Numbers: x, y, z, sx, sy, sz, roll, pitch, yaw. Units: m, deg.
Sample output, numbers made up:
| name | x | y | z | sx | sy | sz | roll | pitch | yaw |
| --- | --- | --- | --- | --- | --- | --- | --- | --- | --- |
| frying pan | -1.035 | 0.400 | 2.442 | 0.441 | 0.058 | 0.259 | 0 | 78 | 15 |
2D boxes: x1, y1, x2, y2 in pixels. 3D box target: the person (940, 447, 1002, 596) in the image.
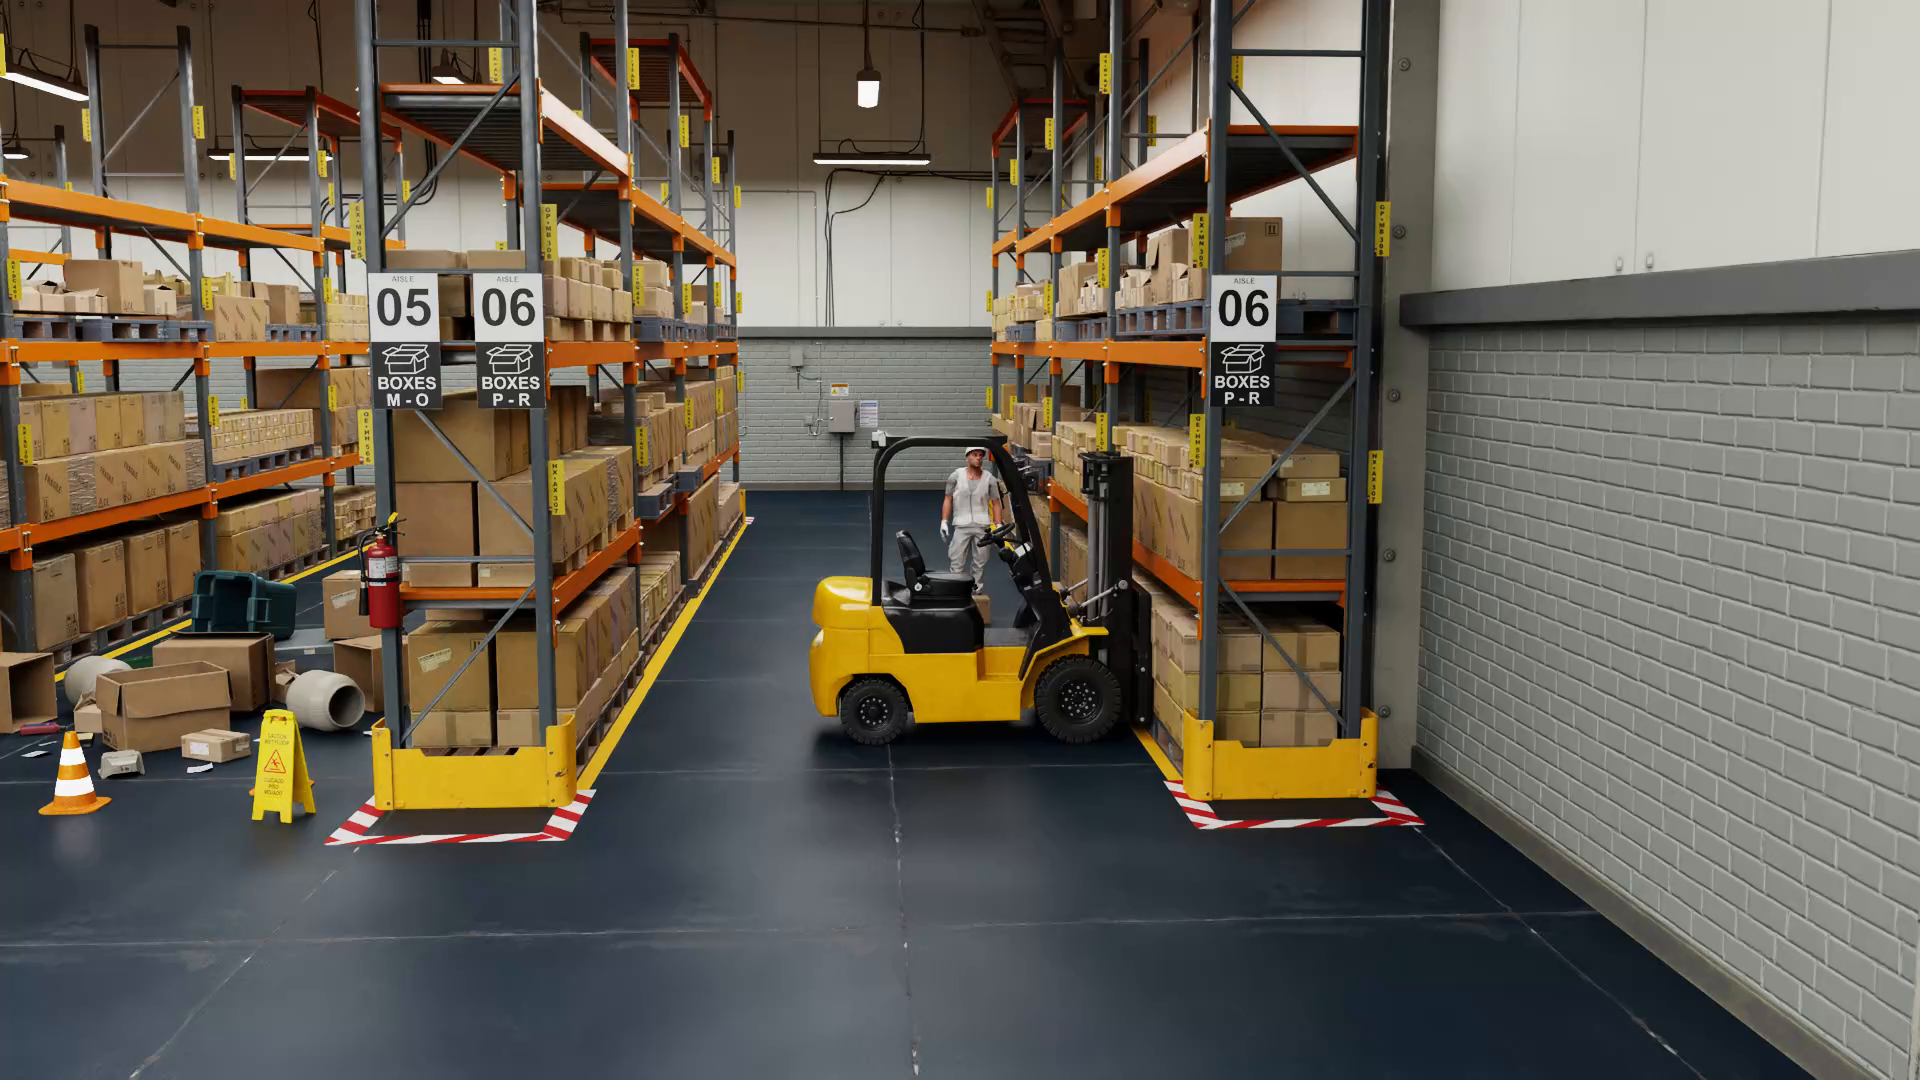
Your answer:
| name | x | y | z | sx | sy | sz | roll | pitch | yaw |
| --- | --- | --- | --- | --- | --- | --- | --- | --- | --- |
| person | 0.119 | -0.092 | 16.840 | 0.638 | 1.788 | 0.563 | 0 | 7 | -4 |
